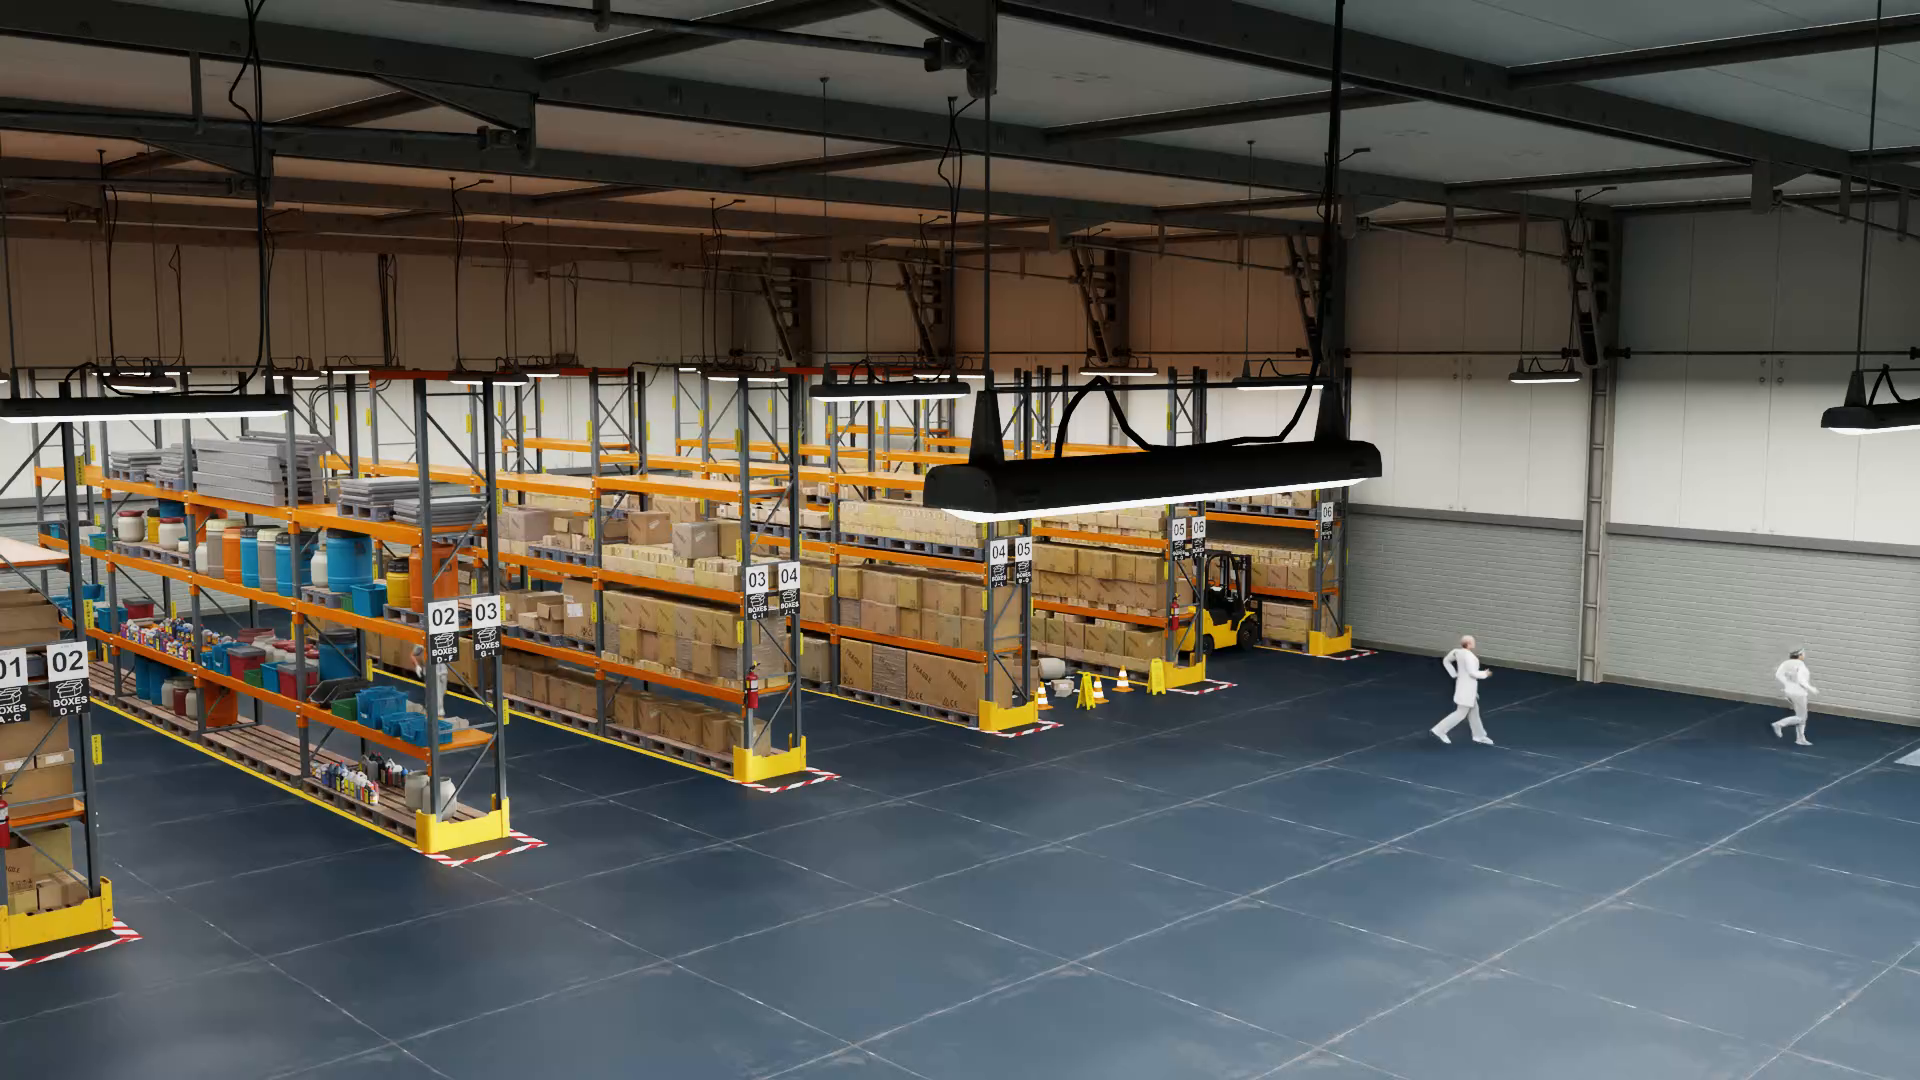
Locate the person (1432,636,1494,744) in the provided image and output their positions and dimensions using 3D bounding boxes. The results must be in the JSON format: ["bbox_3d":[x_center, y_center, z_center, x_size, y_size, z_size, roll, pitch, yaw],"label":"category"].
[{"bbox_3d":[8.100,2.418,26.660,1.057,1.790,0.709,0,6,0],"label":"person"}]

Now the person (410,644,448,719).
[{"bbox_3d":[-8.753,2.278,27.783,0.980,1.787,0.659,5,8,36],"label":"person"}]

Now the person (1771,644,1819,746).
[{"bbox_3d":[13.421,2.505,26.776,0.725,1.669,0.617,-1,6,-5],"label":"person"}]
